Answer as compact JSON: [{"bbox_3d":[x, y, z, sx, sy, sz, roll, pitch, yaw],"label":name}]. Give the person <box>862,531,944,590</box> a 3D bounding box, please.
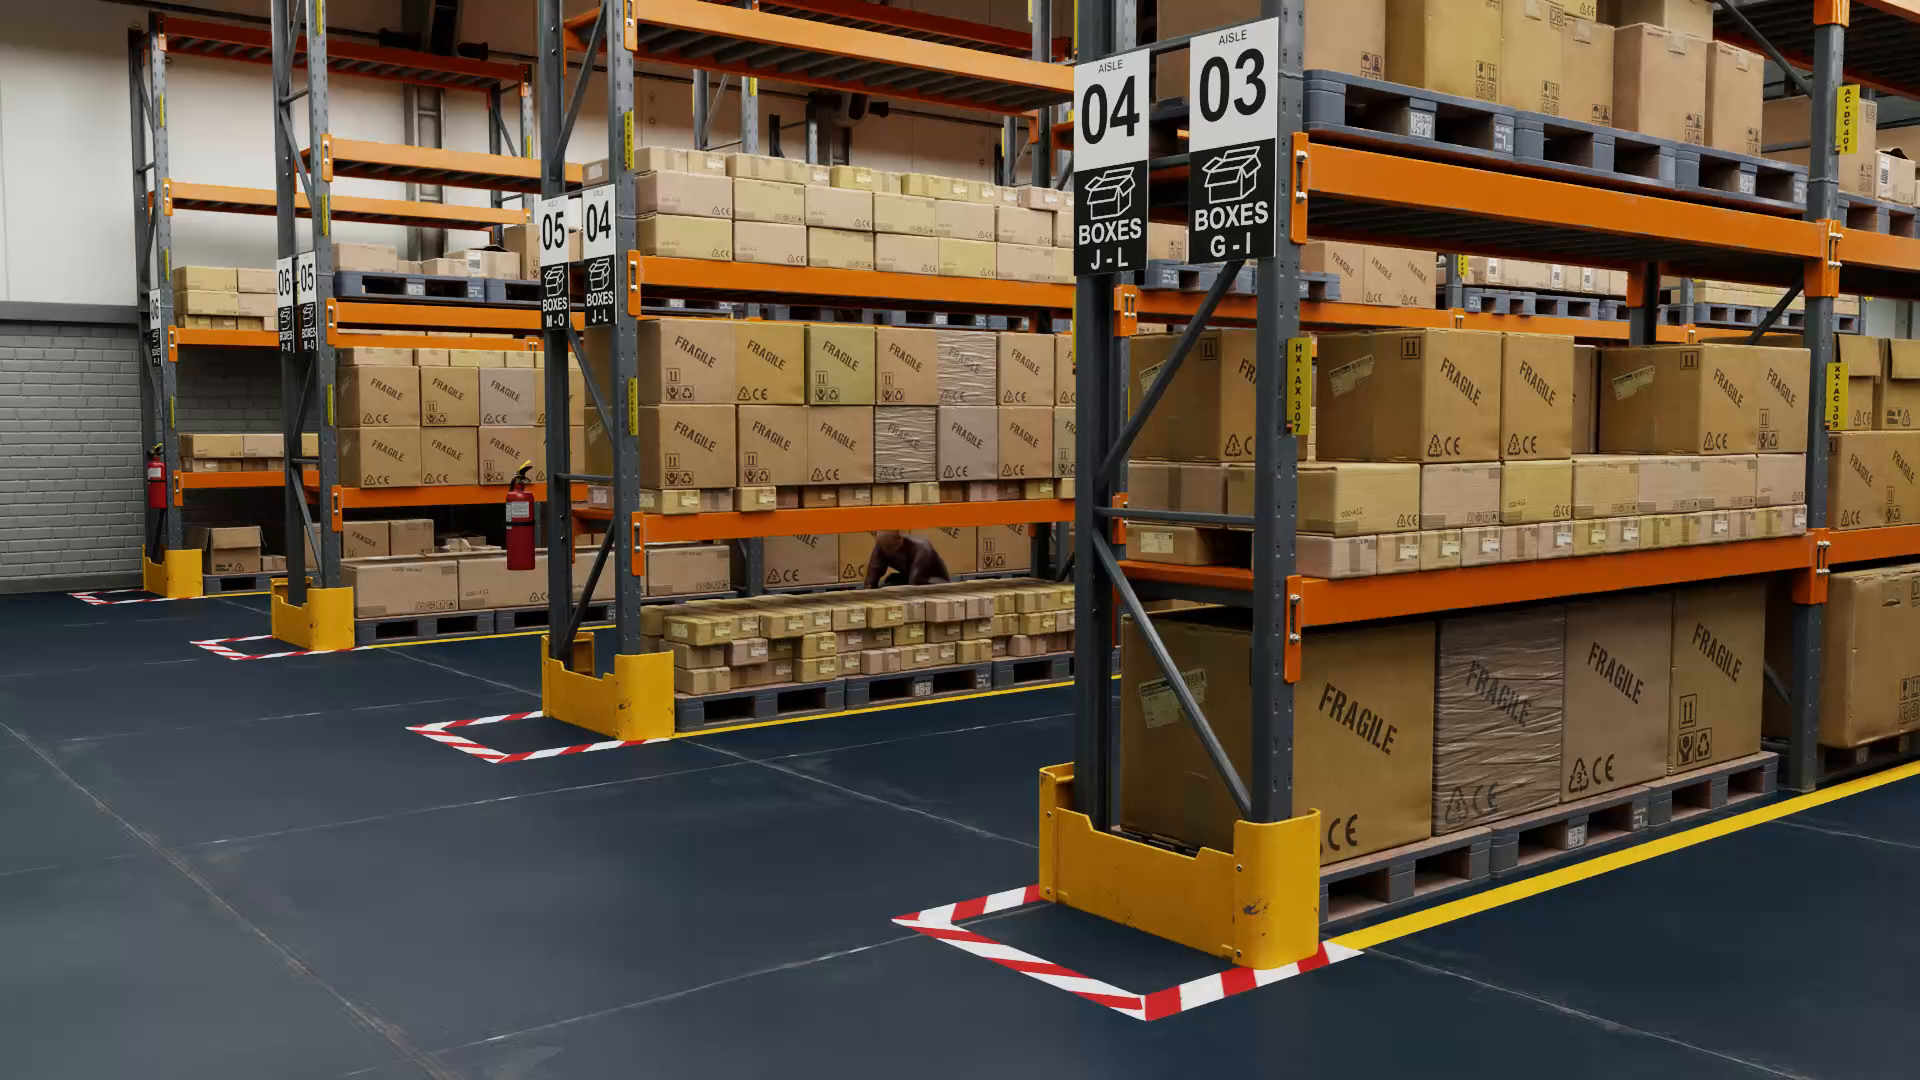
[{"bbox_3d":[-0.470,0.414,13.341,0.592,0.971,0.937,4,5,40],"label":"person"}]
